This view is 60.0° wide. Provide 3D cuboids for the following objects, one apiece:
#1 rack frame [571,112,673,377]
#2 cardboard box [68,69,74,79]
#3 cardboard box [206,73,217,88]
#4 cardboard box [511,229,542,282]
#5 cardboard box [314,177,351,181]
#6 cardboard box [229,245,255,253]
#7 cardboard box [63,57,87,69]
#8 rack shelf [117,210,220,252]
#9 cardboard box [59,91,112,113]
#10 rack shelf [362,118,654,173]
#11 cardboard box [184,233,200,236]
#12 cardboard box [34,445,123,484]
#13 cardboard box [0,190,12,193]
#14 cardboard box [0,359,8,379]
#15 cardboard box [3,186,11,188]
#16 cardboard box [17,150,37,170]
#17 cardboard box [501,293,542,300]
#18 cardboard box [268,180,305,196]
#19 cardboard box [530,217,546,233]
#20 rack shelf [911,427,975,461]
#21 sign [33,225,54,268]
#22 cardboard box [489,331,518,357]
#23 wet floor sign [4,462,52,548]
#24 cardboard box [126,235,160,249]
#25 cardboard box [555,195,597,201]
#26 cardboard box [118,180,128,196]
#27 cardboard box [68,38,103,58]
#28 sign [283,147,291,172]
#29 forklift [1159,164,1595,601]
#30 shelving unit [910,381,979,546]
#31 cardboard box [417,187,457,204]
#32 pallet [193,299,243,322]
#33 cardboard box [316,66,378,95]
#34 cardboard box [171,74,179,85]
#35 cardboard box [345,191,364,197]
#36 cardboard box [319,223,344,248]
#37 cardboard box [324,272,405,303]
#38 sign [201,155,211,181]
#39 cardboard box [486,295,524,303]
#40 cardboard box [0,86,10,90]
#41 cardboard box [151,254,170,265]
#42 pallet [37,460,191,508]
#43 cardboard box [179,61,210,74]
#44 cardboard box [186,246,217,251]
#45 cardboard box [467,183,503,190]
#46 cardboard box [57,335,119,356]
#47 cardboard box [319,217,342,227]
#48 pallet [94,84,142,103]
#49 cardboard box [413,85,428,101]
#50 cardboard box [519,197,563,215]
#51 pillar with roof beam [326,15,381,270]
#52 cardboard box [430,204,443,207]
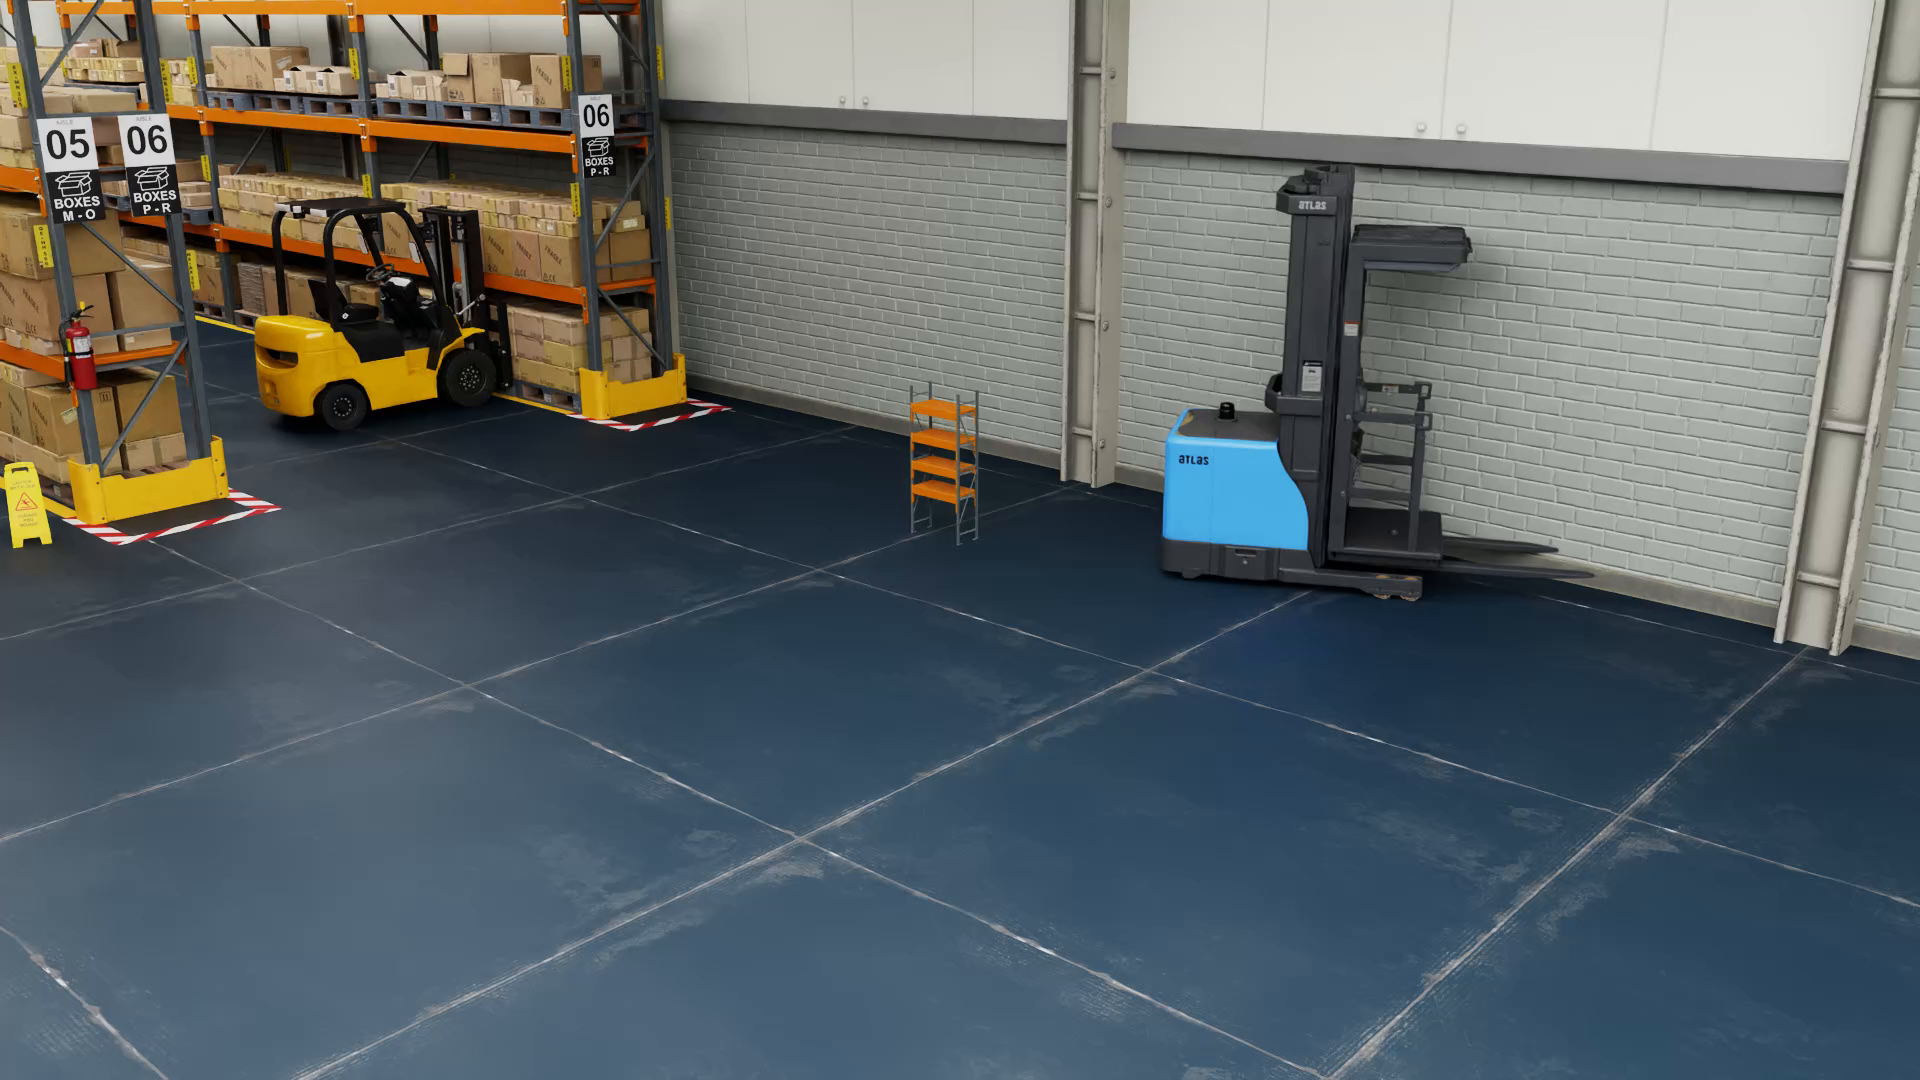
[{"bbox_3d":[-3.426,-2.819,17.035,0.127,3.000,1.000,15,23,39],"label":"rack frame"},{"bbox_3d":[-12.442,-6.636,23.660,0.250,0.149,0.380,15,23,40],"label":"cardboard box"},{"bbox_3d":[-9.351,-5.853,21.162,0.250,0.166,0.380,15,23,39],"label":"cardboard box"},{"bbox_3d":[-4.351,-3.012,17.479,0.500,0.500,0.500,16,24,41],"label":"cardboard box"},{"bbox_3d":[-7.993,-4.535,21.204,0.250,0.149,0.380,15,23,38],"label":"cardboard box"},{"bbox_3d":[-10.013,-4.010,23.153,0.250,0.149,0.380,15,23,40],"label":"cardboard box"},{"bbox_3d":[-12.469,-6.769,23.586,0.250,0.149,0.380,16,24,41],"label":"cardboard box"},{"bbox_3d":[-10.906,-4.484,23.471,4.000,0.370,1.077,15,23,39],"label":"rack shelf"},{"bbox_3d":[-7.048,-3.550,13.476,0.250,0.149,0.380,15,23,39],"label":"cardboard box"},{"bbox_3d":[-4.922,-4.307,17.956,4.000,0.370,1.077,15,23,39],"label":"rack shelf"},{"bbox_3d":[-11.338,-4.394,24.363,0.250,0.149,0.380,14,22,37],"label":"cardboard box"},{"bbox_3d":[-7.519,-0.691,14.181,0.500,0.250,0.500,15,23,39],"label":"cardboard box"},{"bbox_3d":[-8.800,-2.812,14.705,0.500,0.500,0.700,14,23,38],"label":"cardboard box"},{"bbox_3d":[-8.192,-1.516,14.470,0.250,0.149,0.380,16,24,42],"label":"cardboard box"},{"bbox_3d":[-15.109,-5.743,26.664,0.250,0.149,0.380,16,23,41],"label":"cardboard box"},{"bbox_3d":[-7.171,-3.013,13.105,0.250,0.149,0.380,15,23,39],"label":"cardboard box"},{"bbox_3d":[-4.782,-2.631,18.642,0.500,0.250,0.500,14,23,38],"label":"cardboard box"},{"bbox_3d":[-8.395,-4.395,20.763,0.250,0.149,0.380,16,23,40],"label":"cardboard box"},{"bbox_3d":[-4.236,-3.292,17.290,0.250,0.149,0.380,16,23,40],"label":"cardboard box"},{"bbox_3d":[-0.124,-0.754,12.988,0.480,0.148,0.258,15,23,39],"label":"rack shelf"},{"bbox_3d":[-7.102,-2.276,12.888,0.005,0.325,0.100,15,23,39],"label":"sign"},{"bbox_3d":[-4.766,-2.176,18.034,0.500,0.250,0.500,14,23,38],"label":"cardboard box"},{"bbox_3d":[-7.286,-0.293,12.967,0.267,0.644,0.232,-9,20,-27],"label":"wet floor sign"},{"bbox_3d":[-11.852,-4.327,24.153,0.250,0.149,0.380,14,22,36],"label":"cardboard box"},{"bbox_3d":[-4.091,-3.596,17.755,0.250,0.149,0.380,15,23,40],"label":"cardboard box"},{"bbox_3d":[-11.617,-4.999,23.431,0.258,0.266,0.396,17,24,42],"label":"cardboard box"},{"bbox_3d":[-12.408,-6.986,23.586,0.258,0.266,0.396,15,23,39],"label":"cardboard box"},{"bbox_3d":[-9.044,-5.103,22.319,0.005,0.325,0.100,15,23,39],"label":"sign"},{"bbox_3d":[3.042,-1.143,11.868,3.031,2.935,1.130,5,18,14],"label":"forklift"},{"bbox_3d":[-0.124,-0.605,13.035,0.503,1.200,0.258,15,23,39],"label":"shelving unit"},{"bbox_3d":[-5.800,-3.833,18.502,0.250,0.149,0.380,16,23,40],"label":"cardboard box"},{"bbox_3d":[-9.943,-3.254,23.018,1.213,0.211,1.003,15,23,39],"label":"pallet"},{"bbox_3d":[-7.121,-5.347,19.331,0.500,0.311,0.500,14,22,38],"label":"cardboard box"},{"bbox_3d":[-10.195,-6.105,22.020,0.250,0.149,0.380,16,23,40],"label":"cardboard box"},{"bbox_3d":[-7.026,-4.045,19.661,0.250,0.149,0.380,15,23,38],"label":"cardboard box"},{"bbox_3d":[-7.348,-3.692,20.035,0.500,0.250,0.500,15,23,39],"label":"cardboard box"},{"bbox_3d":[-7.391,-2.950,20.680,0.625,0.625,0.875,15,23,39],"label":"cardboard box"},{"bbox_3d":[-9.763,-4.815,21.540,0.005,0.325,0.100,15,23,39],"label":"sign"},{"bbox_3d":[-5.122,-2.511,18.262,0.500,0.250,0.500,14,23,38],"label":"cardboard box"},{"bbox_3d":[-8.313,-3.929,14.671,0.250,0.149,0.380,15,23,40],"label":"cardboard box"},{"bbox_3d":[-11.030,-3.778,23.494,0.500,0.500,0.500,14,22,37],"label":"cardboard box"},{"bbox_3d":[-7.359,-0.552,14.503,1.213,0.211,1.003,15,23,39],"label":"pallet"},{"bbox_3d":[-9.990,-6.194,21.809,0.250,0.149,0.380,14,22,37],"label":"cardboard box"},{"bbox_3d":[-10.507,-3.959,22.993,0.250,0.149,0.380,16,24,41],"label":"cardboard box"},{"bbox_3d":[-5.383,-3.979,18.961,0.250,0.149,0.380,14,23,38],"label":"cardboard box"},{"bbox_3d":[-7.140,-1.602,13.616,0.250,0.149,0.380,16,24,41],"label":"cardboard box"},{"bbox_3d":[-7.345,-3.931,19.962,0.500,0.250,0.500,14,23,38],"label":"cardboard box"},{"bbox_3d":[-11.183,-6.214,23.085,1.003,0.211,1.213,15,23,39],"label":"pallet"},{"bbox_3d":[-5.709,-4.867,18.085,0.250,0.149,0.380,16,24,41],"label":"cardboard box"},{"bbox_3d":[-4.390,-3.497,17.444,0.250,0.149,0.380,15,23,40],"label":"cardboard box"},{"bbox_3d":[-10.694,-6.253,17.938,0.400,9.000,9.100,15,23,39],"label":"pillar with roof beam"},{"bbox_3d":[-5.616,-3.638,18.380,0.250,0.149,0.380,15,23,39],"label":"cardboard box"}]
